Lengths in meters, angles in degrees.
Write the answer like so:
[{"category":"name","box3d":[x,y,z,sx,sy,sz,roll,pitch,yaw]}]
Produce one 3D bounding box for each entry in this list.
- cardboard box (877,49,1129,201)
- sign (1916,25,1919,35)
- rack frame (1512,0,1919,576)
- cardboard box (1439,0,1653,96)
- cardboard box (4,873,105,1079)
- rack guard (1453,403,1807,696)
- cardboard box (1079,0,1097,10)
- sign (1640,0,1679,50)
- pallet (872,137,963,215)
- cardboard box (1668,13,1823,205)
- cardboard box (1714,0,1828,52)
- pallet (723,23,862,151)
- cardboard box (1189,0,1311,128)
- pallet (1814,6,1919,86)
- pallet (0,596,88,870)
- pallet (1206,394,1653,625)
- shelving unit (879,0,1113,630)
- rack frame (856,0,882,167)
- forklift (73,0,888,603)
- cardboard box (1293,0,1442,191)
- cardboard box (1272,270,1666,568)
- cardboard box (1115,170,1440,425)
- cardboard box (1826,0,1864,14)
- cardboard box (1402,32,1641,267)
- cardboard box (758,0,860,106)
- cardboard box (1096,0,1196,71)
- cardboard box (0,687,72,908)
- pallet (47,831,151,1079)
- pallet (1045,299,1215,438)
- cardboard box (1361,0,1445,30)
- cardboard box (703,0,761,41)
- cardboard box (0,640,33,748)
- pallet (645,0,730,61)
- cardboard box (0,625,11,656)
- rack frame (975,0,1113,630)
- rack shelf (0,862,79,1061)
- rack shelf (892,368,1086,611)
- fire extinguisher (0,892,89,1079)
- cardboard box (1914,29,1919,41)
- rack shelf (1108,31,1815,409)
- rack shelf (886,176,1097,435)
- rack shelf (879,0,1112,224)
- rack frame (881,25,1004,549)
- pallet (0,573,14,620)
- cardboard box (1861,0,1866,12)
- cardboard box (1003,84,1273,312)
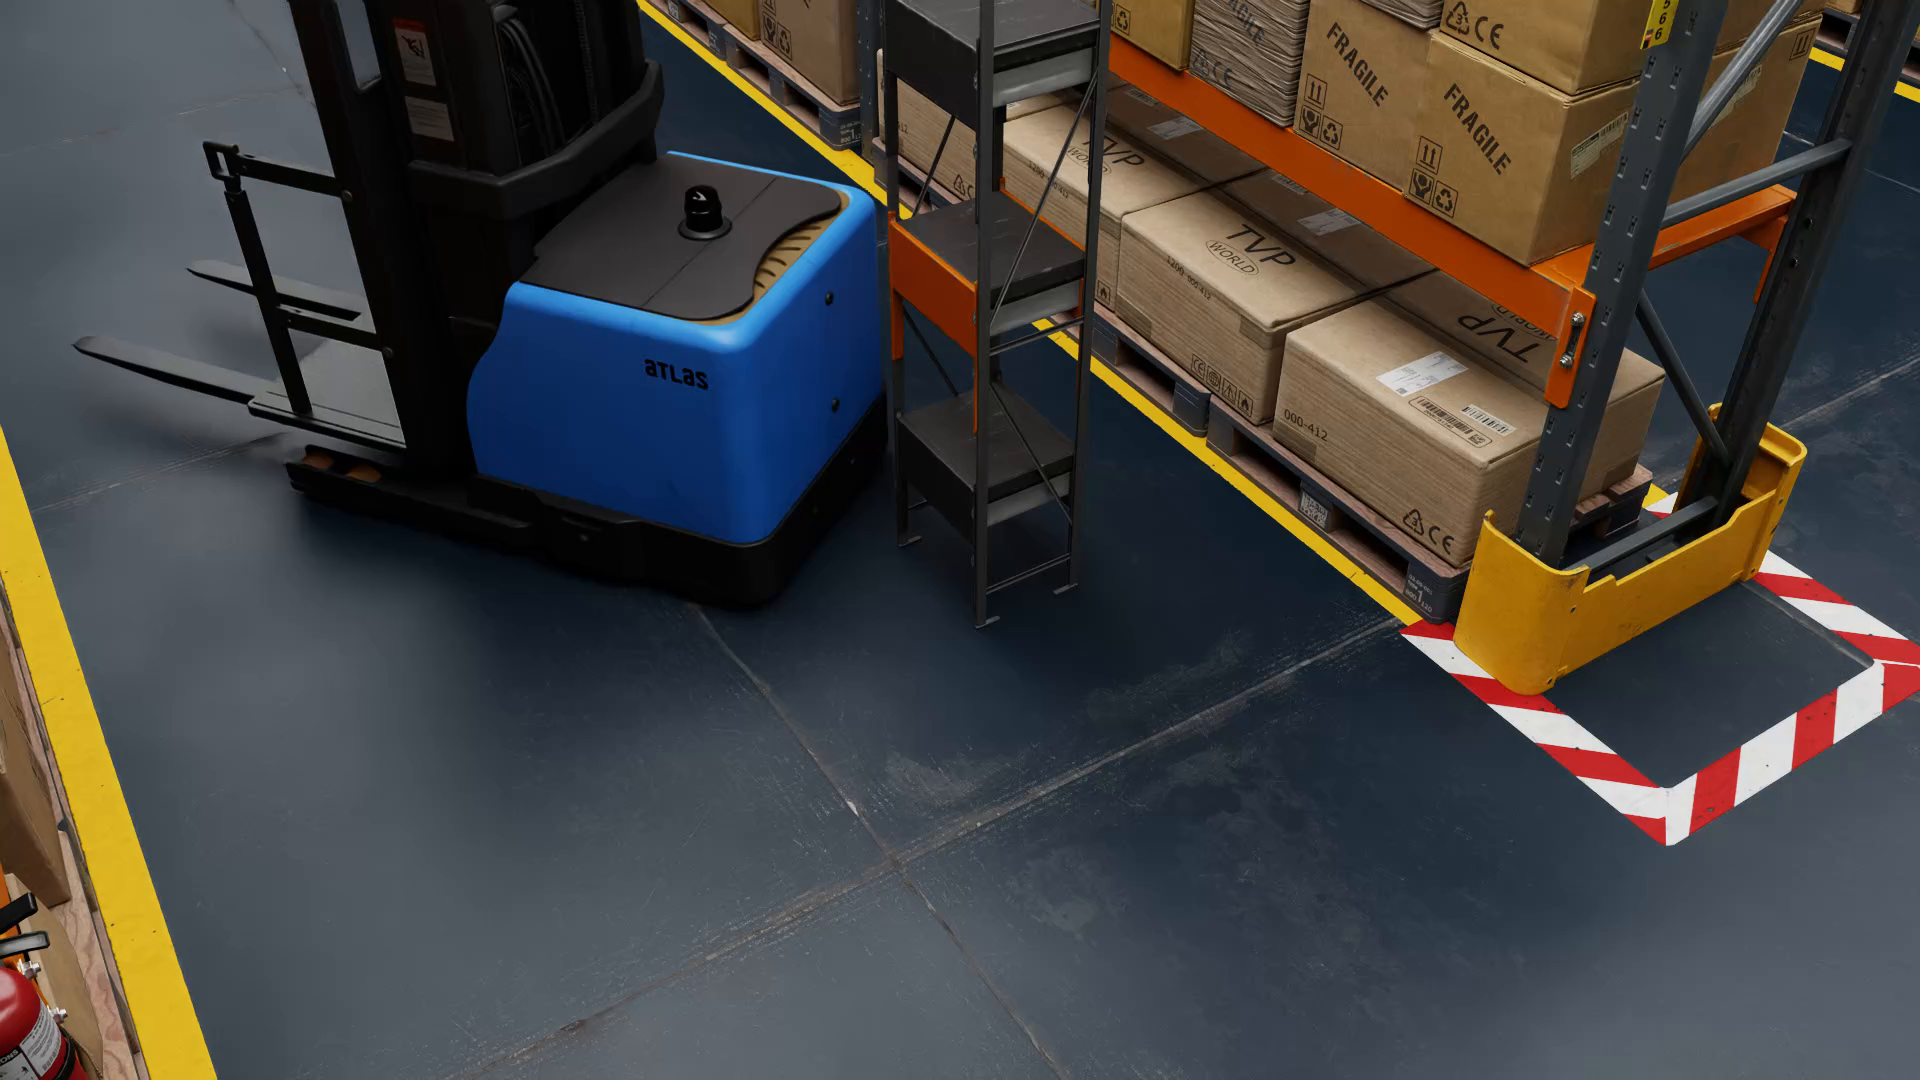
[{"category":"cardboard box","box3d":[0.232,-1.918,7.382,0.875,0.438,0.875,-23,45,-25]},{"category":"sign","box3d":[2.607,-1.509,4.479,0.100,0.325,0.005,-22,45,-24]},{"category":"rack frame","box3d":[2.136,-0.958,4.556,1.000,3.000,0.127,-22,45,-24]},{"category":"cardboard box","box3d":[1.676,-1.559,4.418,0.500,0.500,0.500,-21,44,-23]},{"category":"cardboard box","box3d":[-2.296,1.188,3.604,0.797,0.503,0.637,-24,45,-26]},{"category":"rack guard","box3d":[2.149,0.015,5.341,1.175,0.500,0.348,-22,45,-24]},{"category":"cardboard box","box3d":[0.546,-2.268,6.051,0.500,0.500,0.500,-22,45,-24]},{"category":"sign","box3d":[1.671,-1.314,3.895,0.100,0.325,0.005,-22,45,-24]},{"category":"pallet","box3d":[0.328,-1.608,7.515,1.003,0.211,1.213,-22,45,-24]},{"category":"cardboard box","box3d":[2.120,-1.354,4.954,0.500,0.500,0.500,-23,45,-25]},{"category":"cardboard box","box3d":[2.118,-1.738,4.633,0.500,0.500,0.500,-23,45,-25]},{"category":"pallet","box3d":[-0.493,-2.436,8.509,1.003,0.211,1.213,-22,45,-24]},{"category":"cardboard box","box3d":[1.111,-1.716,5.388,0.500,0.500,0.500,-21,44,-23]},{"category":"pallet","box3d":[5.155,-2.795,8.939,1.003,0.211,1.213,-22,45,-24]},{"category":"pallet","box3d":[-3.170,0.695,4.751,1.003,0.211,1.213,-22,45,-24]},{"category":"pallet","box3d":[1.640,-0.291,5.935,1.003,0.211,1.213,-22,45,-24]},{"category":"shelving unit","box3d":[0.089,-0.717,4.971,0.431,2.100,0.503,-22,45,-24]},{"category":"rack frame","box3d":[-0.015,-3.117,7.147,1.000,3.000,0.127,-22,45,-24]},{"category":"forklift","box3d":[-1.829,-1.523,5.288,3.031,2.935,1.130,15,42,17]},{"category":"cardboard box","box3d":[1.396,-1.442,5.059,0.500,0.500,0.500,-23,45,-25]},{"category":"cardboard box","box3d":[1.697,-0.457,5.628,0.875,0.438,0.875,-24,45,-26]},{"category":"cardboard box","box3d":[1.197,-0.948,6.218,0.875,0.438,0.875,-21,44,-23]},{"category":"cardboard box","box3d":[4.761,-2.948,8.844,0.380,0.149,0.250,-23,45,-26]},{"category":"cardboard box","box3d":[1.653,-1.166,4.728,0.500,0.500,0.500,-22,45,-24]},{"category":"cardboard box","box3d":[-0.416,-2.769,8.062,0.875,0.875,0.875,-21,44,-23]},{"category":"cardboard box","box3d":[0.823,-1.990,5.717,0.500,0.500,0.500,-21,44,-23]},{"category":"cardboard box","box3d":[-2.723,0.714,4.174,0.700,0.500,0.500,-20,44,-23]},{"category":"pallet","box3d":[-2.518,1.353,3.962,1.003,0.211,1.213,-22,45,-24]},{"category":"pallet","box3d":[0.988,-0.949,6.724,1.003,0.211,1.213,-22,45,-24]},{"category":"cardboard box","box3d":[1.370,-1.831,4.745,0.500,0.500,0.500,-22,45,-24]},{"category":"cardboard box","box3d":[-0.908,-3.254,8.644,0.875,0.875,0.875,-21,44,-23]},{"category":"cardboard box","box3d":[-2.923,0.394,4.558,0.500,0.500,0.500,-21,44,-24]},{"category":"pallet","box3d":[-1.154,-3.095,9.300,1.003,0.211,1.213,-22,45,-24]},{"category":"cardboard box","box3d":[-3.281,0.154,4.847,0.700,0.500,0.500,-24,45,-26]},{"category":"rack frame","box3d":[0.220,-0.586,4.813,0.400,2.100,0.015,-22,45,-24]},{"category":"rack shelf","box3d":[-3.123,-0.050,4.029,1.077,0.370,4.000,-22,45,-24]},{"category":"rack shelf","box3d":[0.089,-0.169,5.427,0.431,0.518,0.480,-22,45,-24]},{"category":"fire extinguisher","box3d":[-1.579,0.846,2.743,0.296,0.674,0.183,-22,45,-24]},{"category":"cardboard box","box3d":[5.039,-2.670,8.510,0.380,0.149,0.250,-21,44,-24]},{"category":"rack shelf","box3d":[1.060,-1.761,6.082,1.077,0.370,4.000,-22,45,-24]},{"category":"rack shelf","box3d":[0.089,-0.707,4.979,0.431,0.518,0.480,-22,45,-24]},{"category":"rack shelf","box3d":[0.089,-1.245,4.531,0.431,0.518,0.480,-22,45,-24]},{"category":"rack frame","box3d":[-0.042,-0.849,5.129,0.400,2.100,0.015,-22,45,-24]},{"category":"pallet","box3d":[-3.830,0.036,5.542,1.003,0.211,1.213,-22,45,-24]},{"category":"cardboard box","box3d":[4.967,-2.833,8.705,0.380,0.149,0.250,-21,44,-23]},{"category":"cardboard box","box3d":[0.714,-1.435,6.803,0.875,0.438,0.875,-24,45,-26]}]
